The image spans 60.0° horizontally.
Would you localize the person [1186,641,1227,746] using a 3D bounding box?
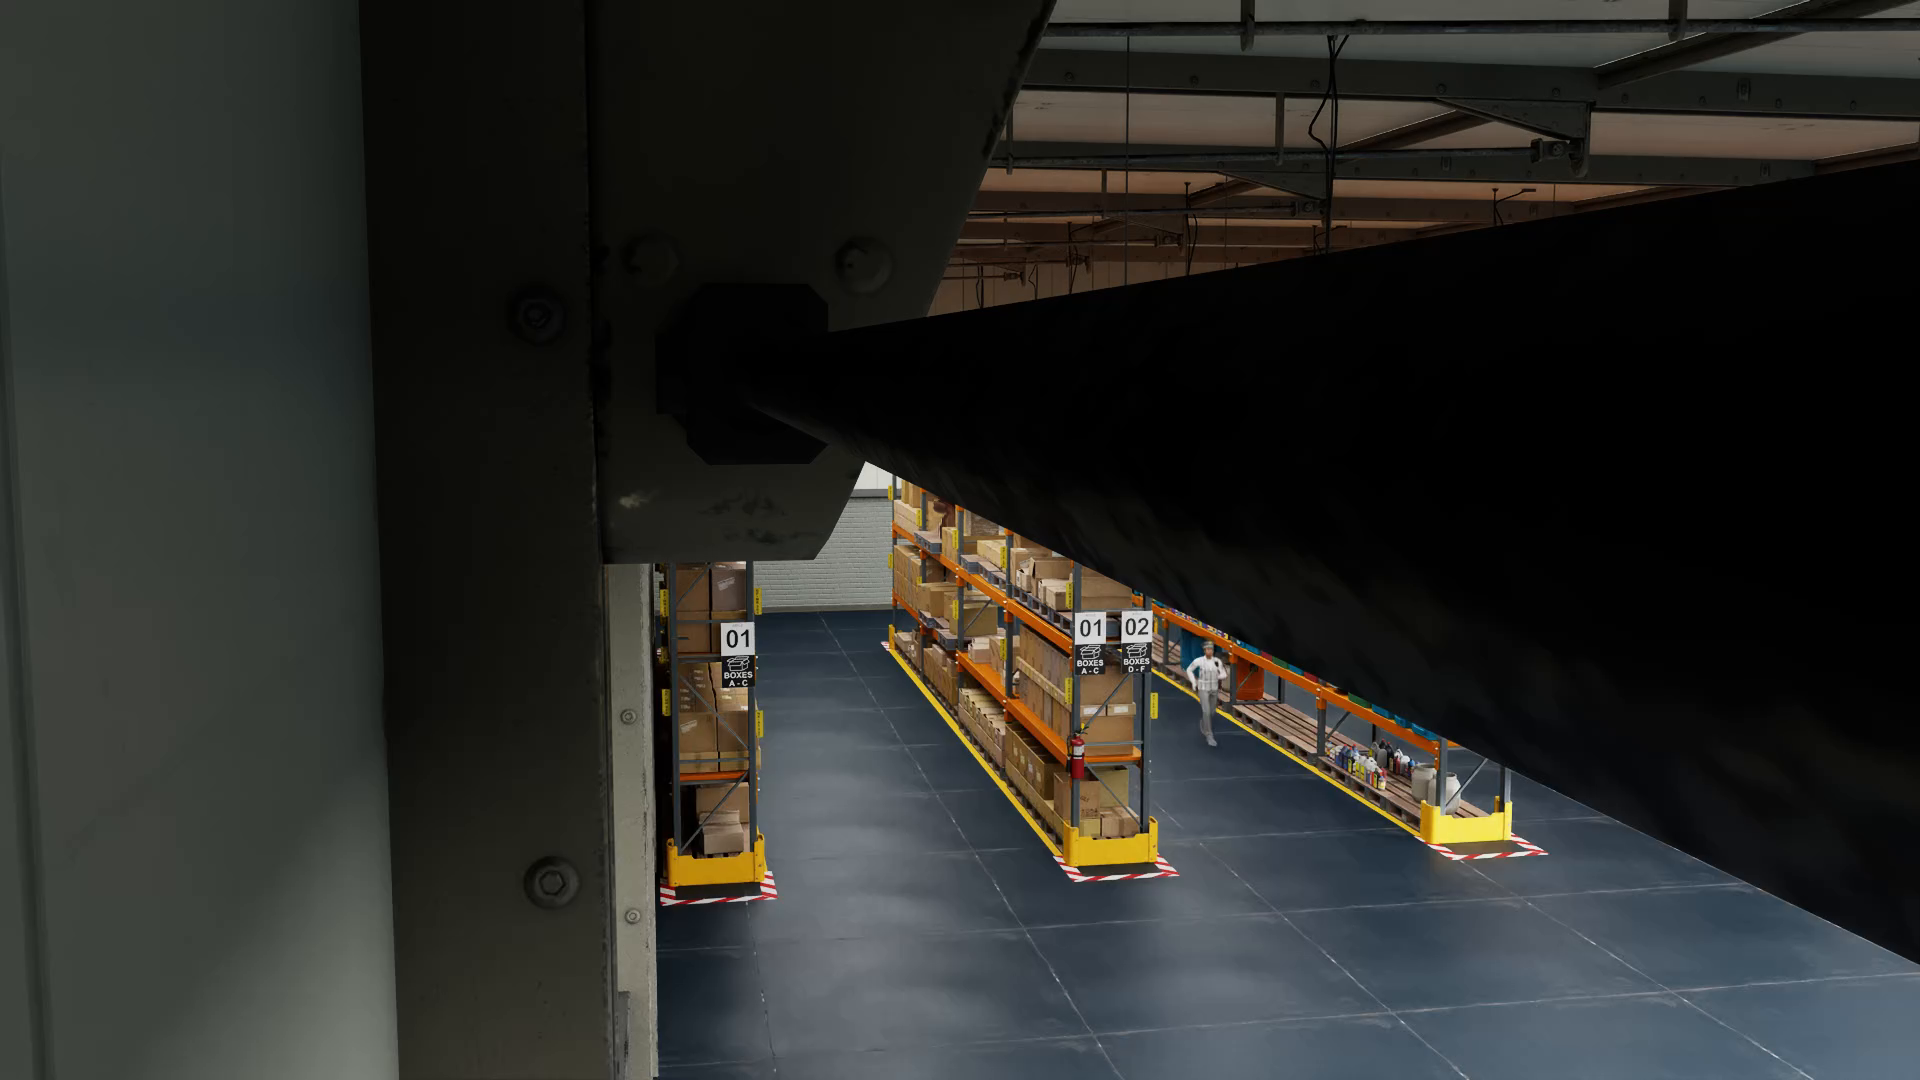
[{"bbox_3d":[4.109,2.492,27.555,0.611,1.682,0.940,-1,6,-14],"label":"person"}]
